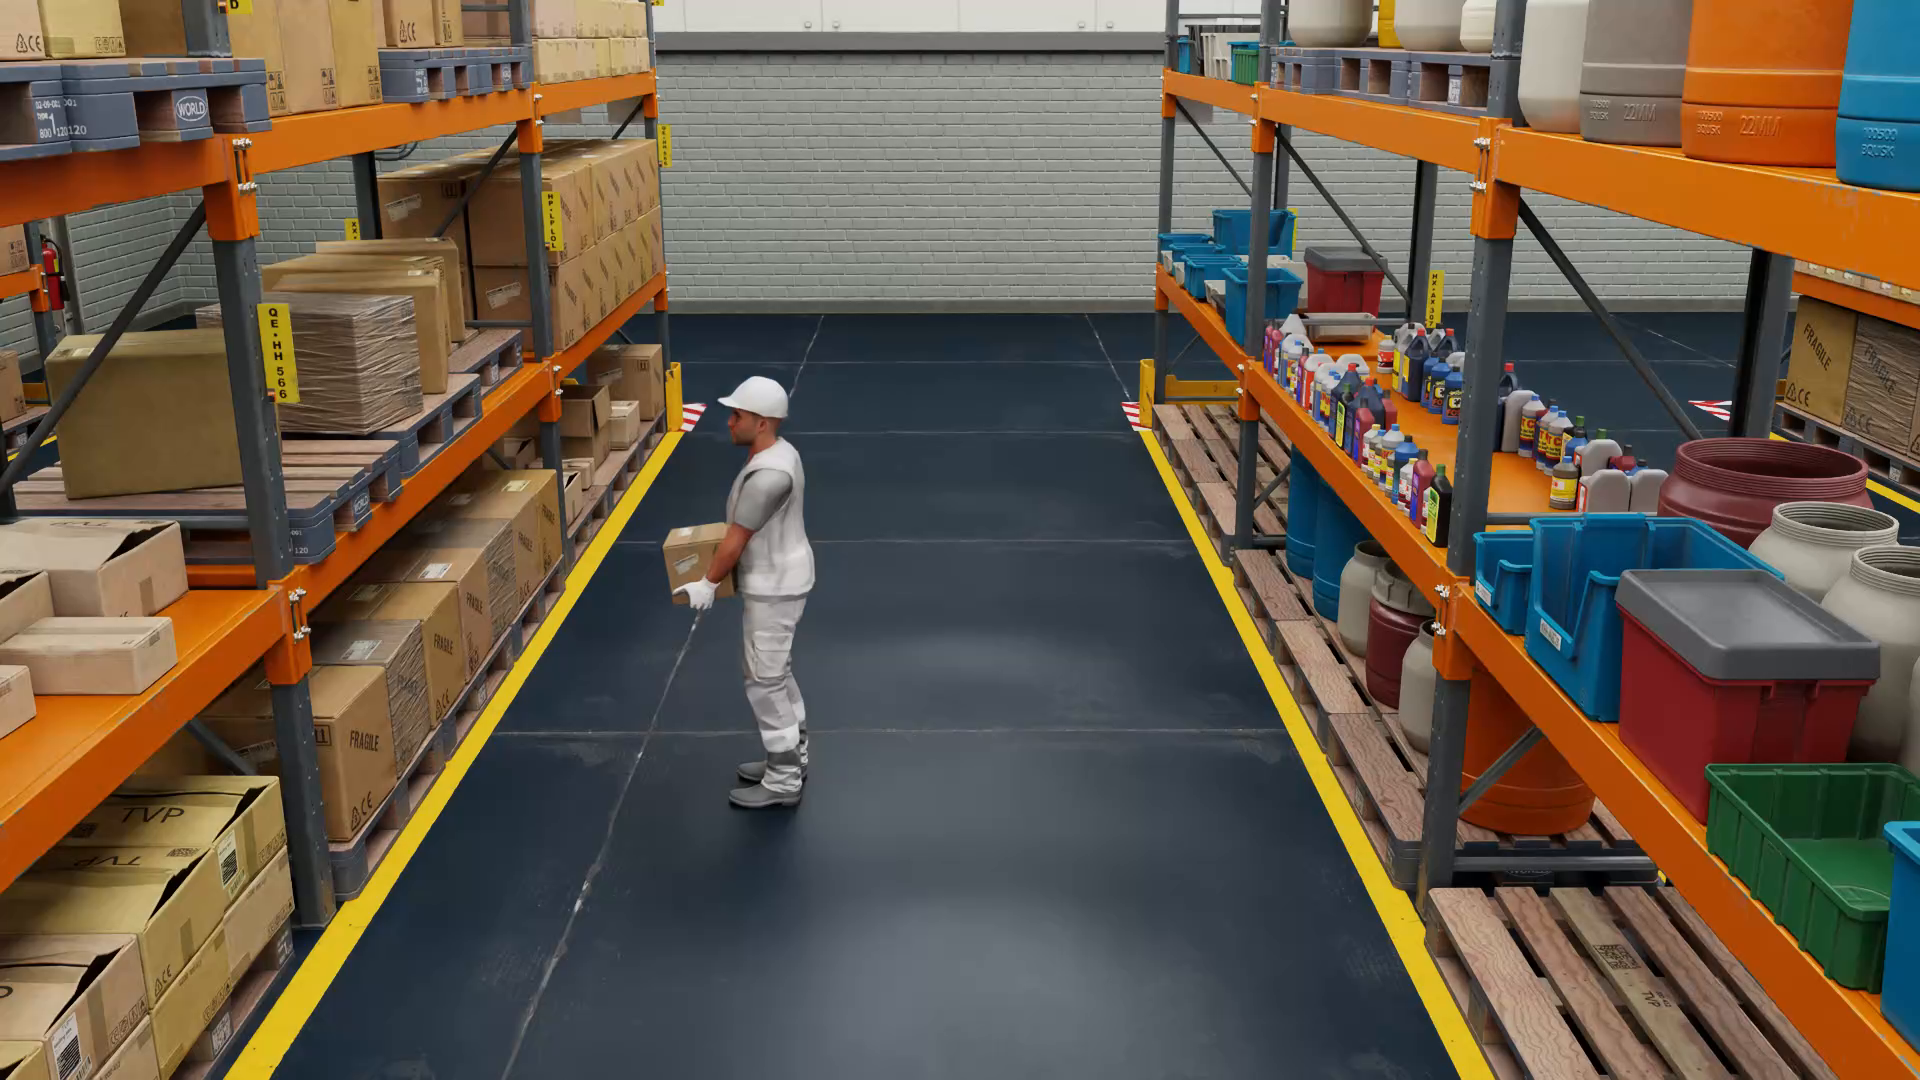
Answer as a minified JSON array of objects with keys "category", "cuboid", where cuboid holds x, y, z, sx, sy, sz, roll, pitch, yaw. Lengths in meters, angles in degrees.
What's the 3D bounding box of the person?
[{"category":"person","cuboid":[-0.876,0.213,6.806,0.565,1.785,0.495,0,17,-2]}]
